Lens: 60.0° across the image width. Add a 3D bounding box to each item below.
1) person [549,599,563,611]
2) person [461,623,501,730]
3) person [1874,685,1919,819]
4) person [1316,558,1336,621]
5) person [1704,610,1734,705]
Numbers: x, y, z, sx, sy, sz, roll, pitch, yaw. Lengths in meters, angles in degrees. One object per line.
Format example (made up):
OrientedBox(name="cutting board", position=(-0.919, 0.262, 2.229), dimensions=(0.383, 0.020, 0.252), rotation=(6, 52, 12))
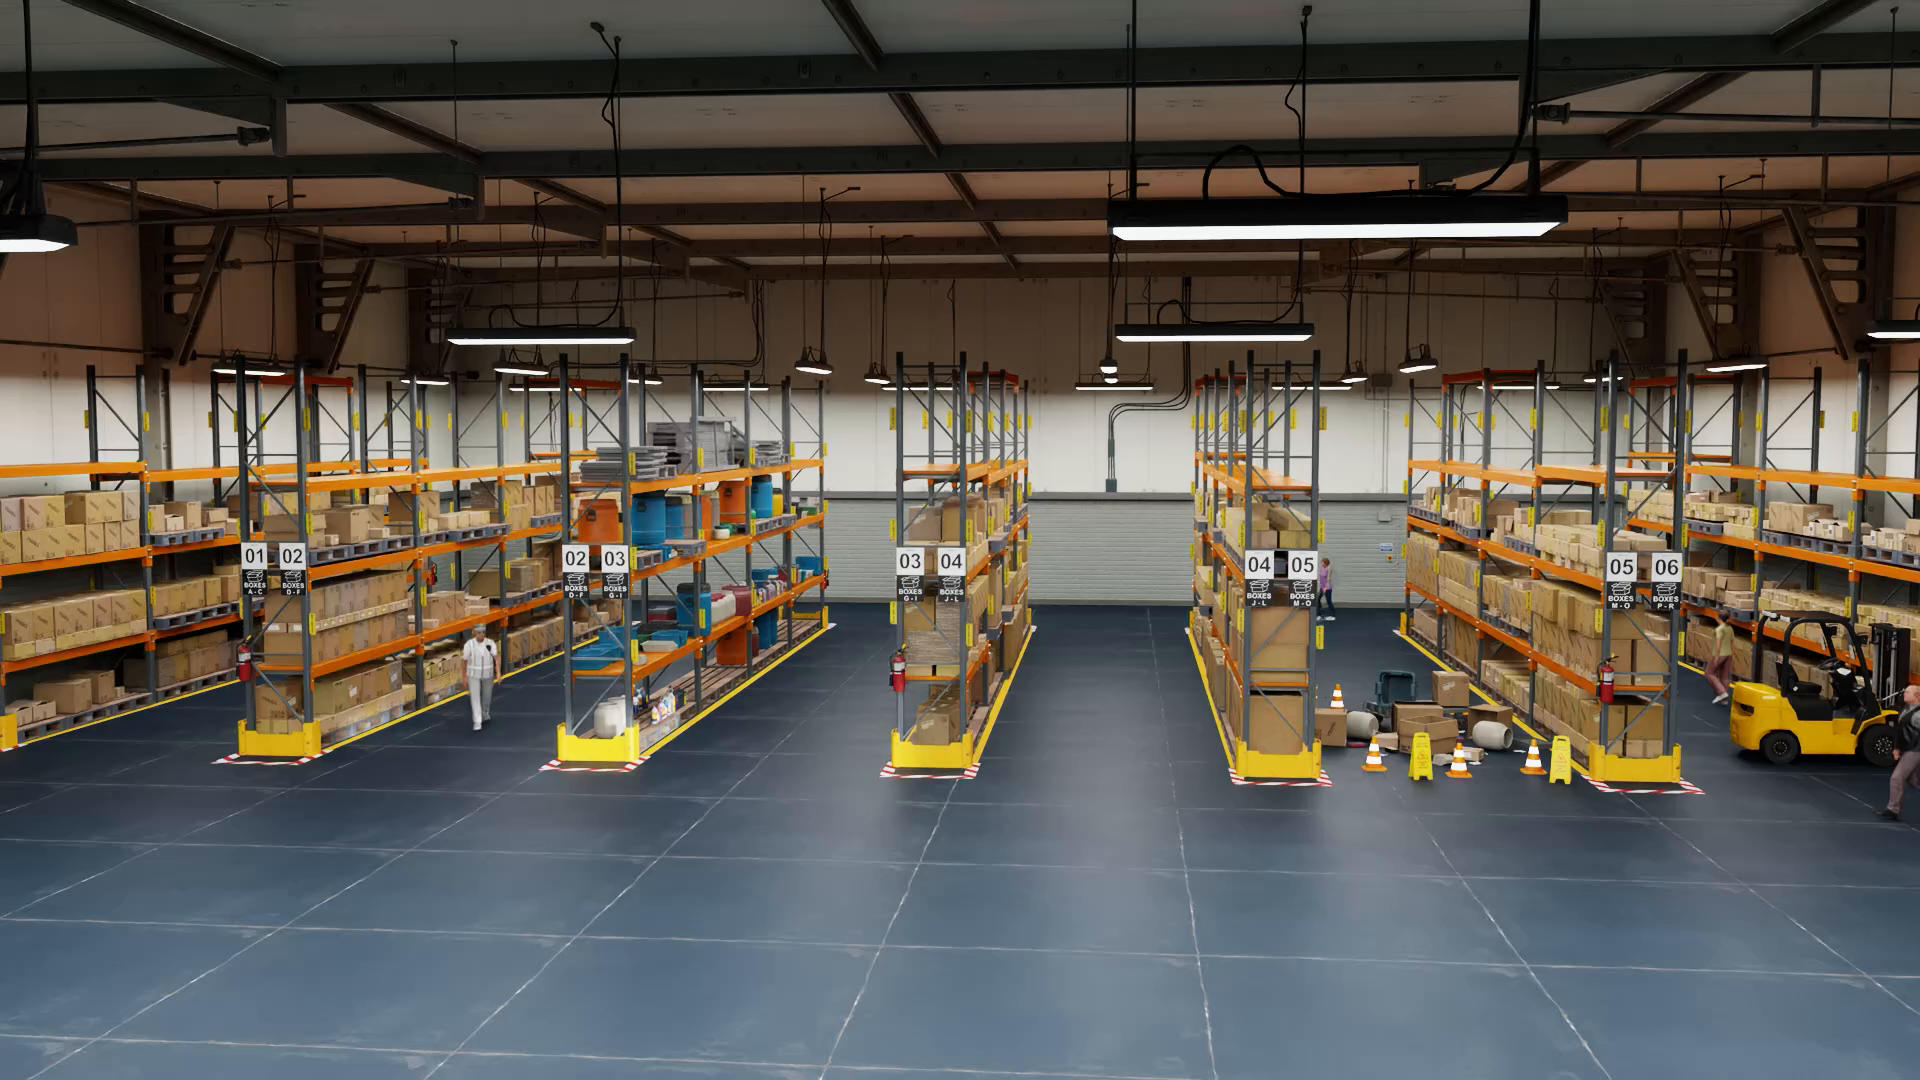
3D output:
OrientedBox(name="person", position=(-10.112, 1.233, 41.686), dimensions=(0.459, 1.715, 0.510), rotation=(-1, 4, -20))
OrientedBox(name="person", position=(-7.826, 2.195, 27.163), dimensions=(0.605, 1.694, 1.125), rotation=(-2, 4, -22))
OrientedBox(name="person", position=(12.044, 2.667, 20.968), dimensions=(0.999, 1.686, 0.540), rotation=(0, 4, 6))
OrientedBox(name="person", position=(9.155, 1.264, 41.686), dimensions=(0.597, 1.645, 0.468), rotation=(-1, 4, -19))
OrientedBox(name="person", position=(13.494, 2.079, 29.403), dimensions=(0.497, 1.670, 0.465), rotation=(-2, 5, -28))
